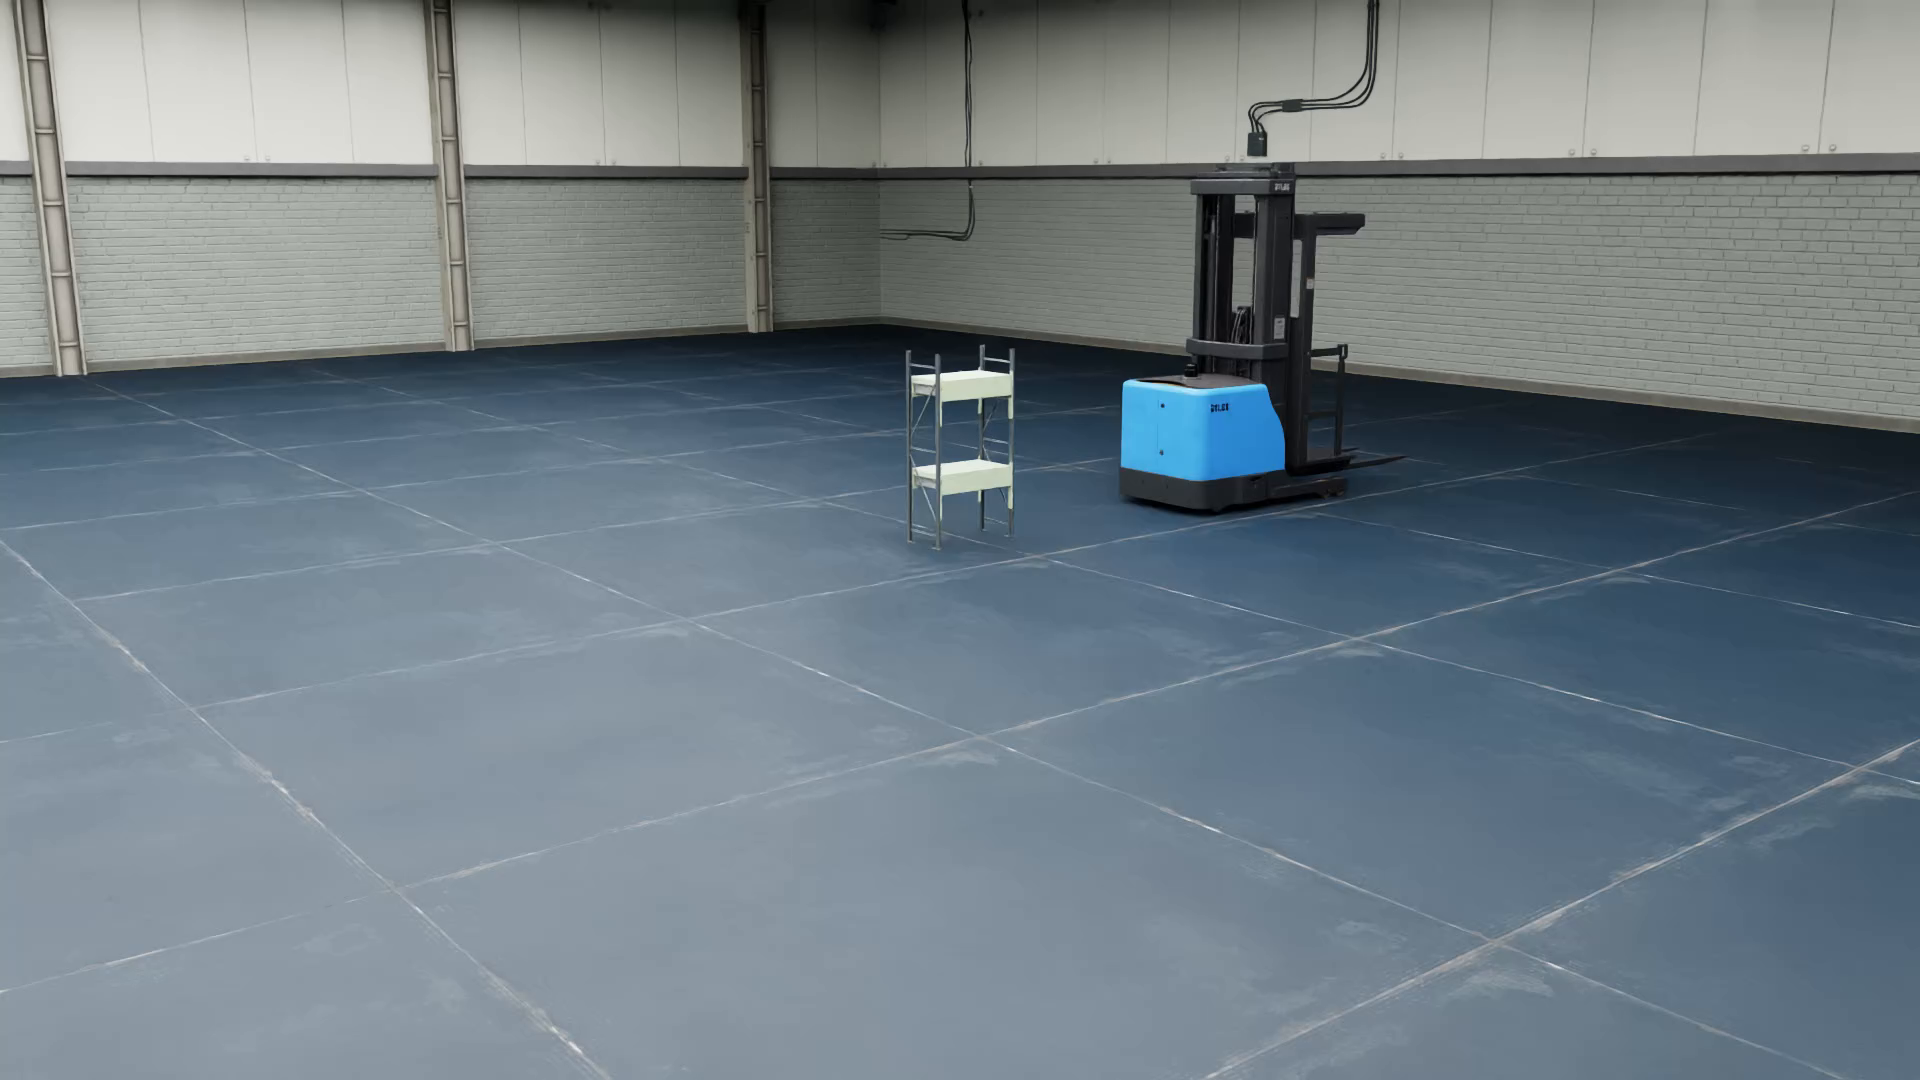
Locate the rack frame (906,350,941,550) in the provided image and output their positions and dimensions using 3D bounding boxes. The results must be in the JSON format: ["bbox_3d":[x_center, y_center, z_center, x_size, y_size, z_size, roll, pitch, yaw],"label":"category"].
[{"bbox_3d":[-0.281,-0.687,12.753,0.023,1.500,0.400,-9,15,-38],"label":"rack frame"}]

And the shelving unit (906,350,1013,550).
[{"bbox_3d":[0.003,-0.734,12.975,0.748,1.500,0.431,-9,15,-38],"label":"shelving unit"}]

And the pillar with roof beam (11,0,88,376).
[{"bbox_3d":[-10.529,-6.164,20.492,0.400,9.000,9.100,-9,15,-38],"label":"pillar with roof beam"}]

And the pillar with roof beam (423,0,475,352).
[{"bbox_3d":[-5.844,-6.942,24.159,0.400,9.000,9.100,-9,15,-38],"label":"pillar with roof beam"}]

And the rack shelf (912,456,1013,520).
[{"bbox_3d":[0.005,-0.416,13.045,0.720,0.370,0.431,-9,15,-38],"label":"rack shelf"}]

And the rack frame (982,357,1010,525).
[{"bbox_3d":[0.290,-0.782,13.202,0.010,1.308,0.380,-9,15,-38],"label":"rack frame"}]

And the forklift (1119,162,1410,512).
[{"bbox_3d":[2.889,-1.890,14.975,3.031,2.935,1.130,-9,15,-36],"label":"forklift"}]

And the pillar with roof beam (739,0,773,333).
[{"bbox_3d":[-1.158,-7.721,27.825,0.400,9.000,9.100,-9,15,-38],"label":"pillar with roof beam"}]

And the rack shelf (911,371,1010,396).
[{"bbox_3d":[0.005,-1.212,12.876,0.686,0.124,0.368,-9,15,-38],"label":"rack shelf"}]

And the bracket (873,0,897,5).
[{"bbox_3d":[-1.451,-10.484,32.170,0.430,0.232,0.235,-9,15,-38],"label":"bracket"}]
